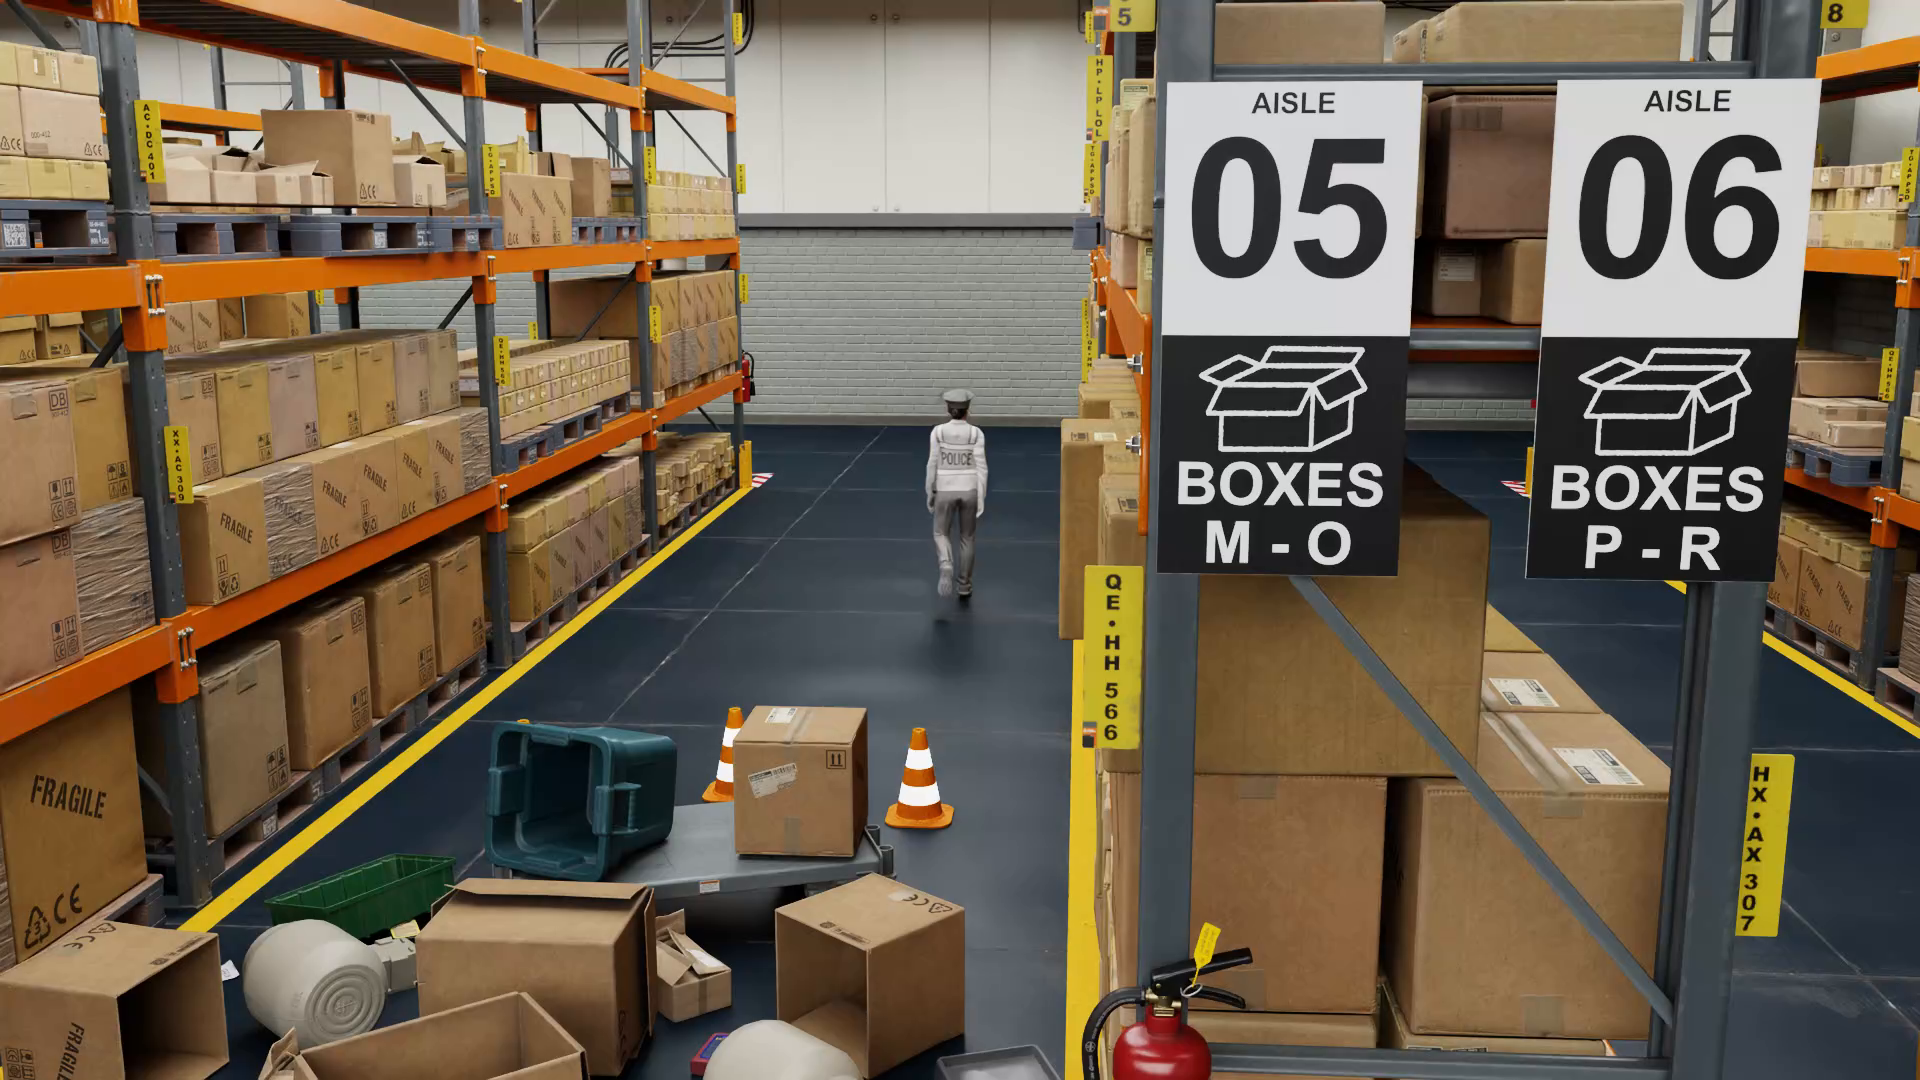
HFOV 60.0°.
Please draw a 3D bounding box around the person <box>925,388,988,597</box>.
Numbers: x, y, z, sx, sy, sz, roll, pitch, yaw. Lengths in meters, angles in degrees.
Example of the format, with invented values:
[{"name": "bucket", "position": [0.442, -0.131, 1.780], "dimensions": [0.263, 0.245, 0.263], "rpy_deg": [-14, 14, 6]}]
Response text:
[{"name": "person", "position": [-0.026, -0.357, 13.139], "dimensions": [0.492, 1.660, 0.641], "rpy_deg": [0, 11, -2]}]
